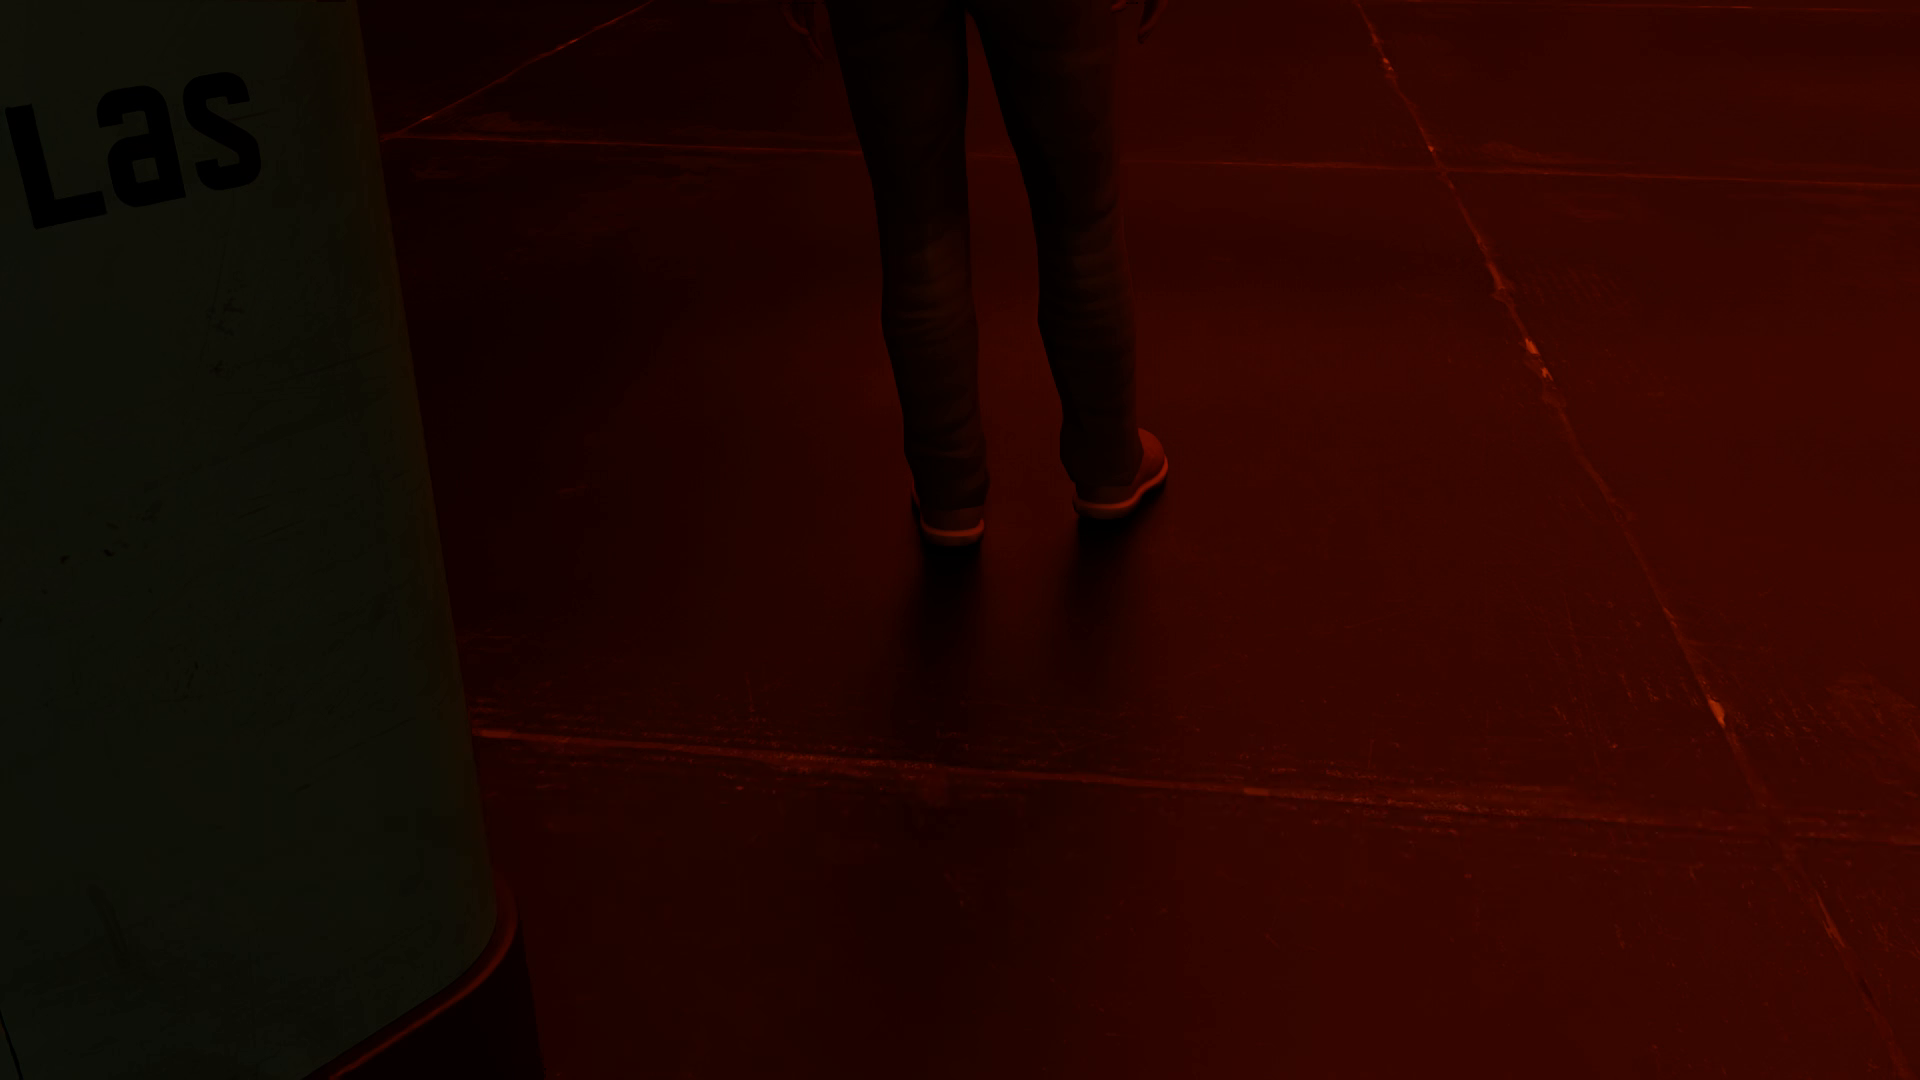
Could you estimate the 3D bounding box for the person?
[{"bbox_3d":[0.031,-0.784,2.203,0.570,1.656,0.503,3,27,7],"label":"person"}]
